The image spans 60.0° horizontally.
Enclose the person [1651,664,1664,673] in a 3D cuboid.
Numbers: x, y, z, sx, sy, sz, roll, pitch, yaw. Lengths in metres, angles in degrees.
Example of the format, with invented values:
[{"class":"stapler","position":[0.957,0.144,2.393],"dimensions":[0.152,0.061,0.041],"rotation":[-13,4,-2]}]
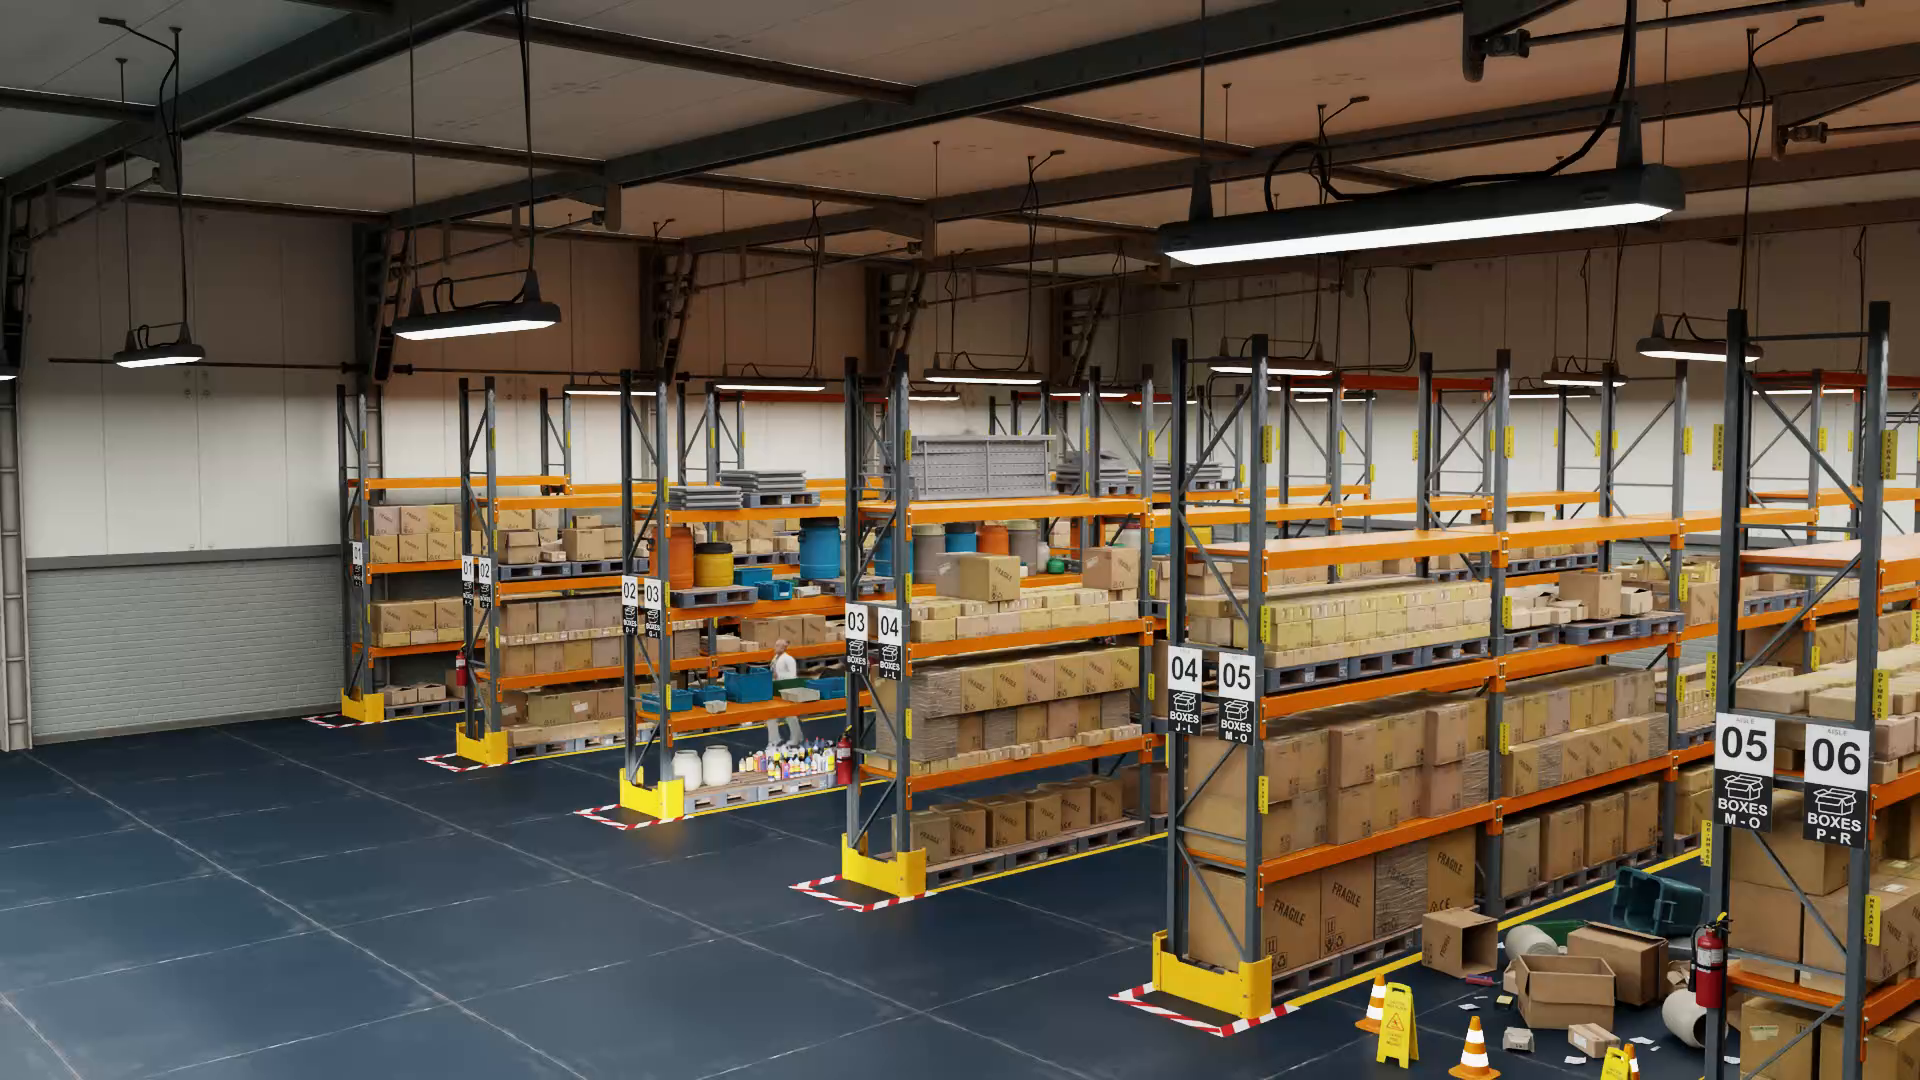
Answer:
[{"class":"person","position":[10.209,2.696,24.397],"dimensions":[0.593,1.737,0.721],"rotation":[-3,5,-37]}]

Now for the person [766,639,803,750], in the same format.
[{"class":"person","position":[-2.848,2.529,26.920],"dimensions":[0.665,1.856,0.844],"rotation":[3,5,42]}]
